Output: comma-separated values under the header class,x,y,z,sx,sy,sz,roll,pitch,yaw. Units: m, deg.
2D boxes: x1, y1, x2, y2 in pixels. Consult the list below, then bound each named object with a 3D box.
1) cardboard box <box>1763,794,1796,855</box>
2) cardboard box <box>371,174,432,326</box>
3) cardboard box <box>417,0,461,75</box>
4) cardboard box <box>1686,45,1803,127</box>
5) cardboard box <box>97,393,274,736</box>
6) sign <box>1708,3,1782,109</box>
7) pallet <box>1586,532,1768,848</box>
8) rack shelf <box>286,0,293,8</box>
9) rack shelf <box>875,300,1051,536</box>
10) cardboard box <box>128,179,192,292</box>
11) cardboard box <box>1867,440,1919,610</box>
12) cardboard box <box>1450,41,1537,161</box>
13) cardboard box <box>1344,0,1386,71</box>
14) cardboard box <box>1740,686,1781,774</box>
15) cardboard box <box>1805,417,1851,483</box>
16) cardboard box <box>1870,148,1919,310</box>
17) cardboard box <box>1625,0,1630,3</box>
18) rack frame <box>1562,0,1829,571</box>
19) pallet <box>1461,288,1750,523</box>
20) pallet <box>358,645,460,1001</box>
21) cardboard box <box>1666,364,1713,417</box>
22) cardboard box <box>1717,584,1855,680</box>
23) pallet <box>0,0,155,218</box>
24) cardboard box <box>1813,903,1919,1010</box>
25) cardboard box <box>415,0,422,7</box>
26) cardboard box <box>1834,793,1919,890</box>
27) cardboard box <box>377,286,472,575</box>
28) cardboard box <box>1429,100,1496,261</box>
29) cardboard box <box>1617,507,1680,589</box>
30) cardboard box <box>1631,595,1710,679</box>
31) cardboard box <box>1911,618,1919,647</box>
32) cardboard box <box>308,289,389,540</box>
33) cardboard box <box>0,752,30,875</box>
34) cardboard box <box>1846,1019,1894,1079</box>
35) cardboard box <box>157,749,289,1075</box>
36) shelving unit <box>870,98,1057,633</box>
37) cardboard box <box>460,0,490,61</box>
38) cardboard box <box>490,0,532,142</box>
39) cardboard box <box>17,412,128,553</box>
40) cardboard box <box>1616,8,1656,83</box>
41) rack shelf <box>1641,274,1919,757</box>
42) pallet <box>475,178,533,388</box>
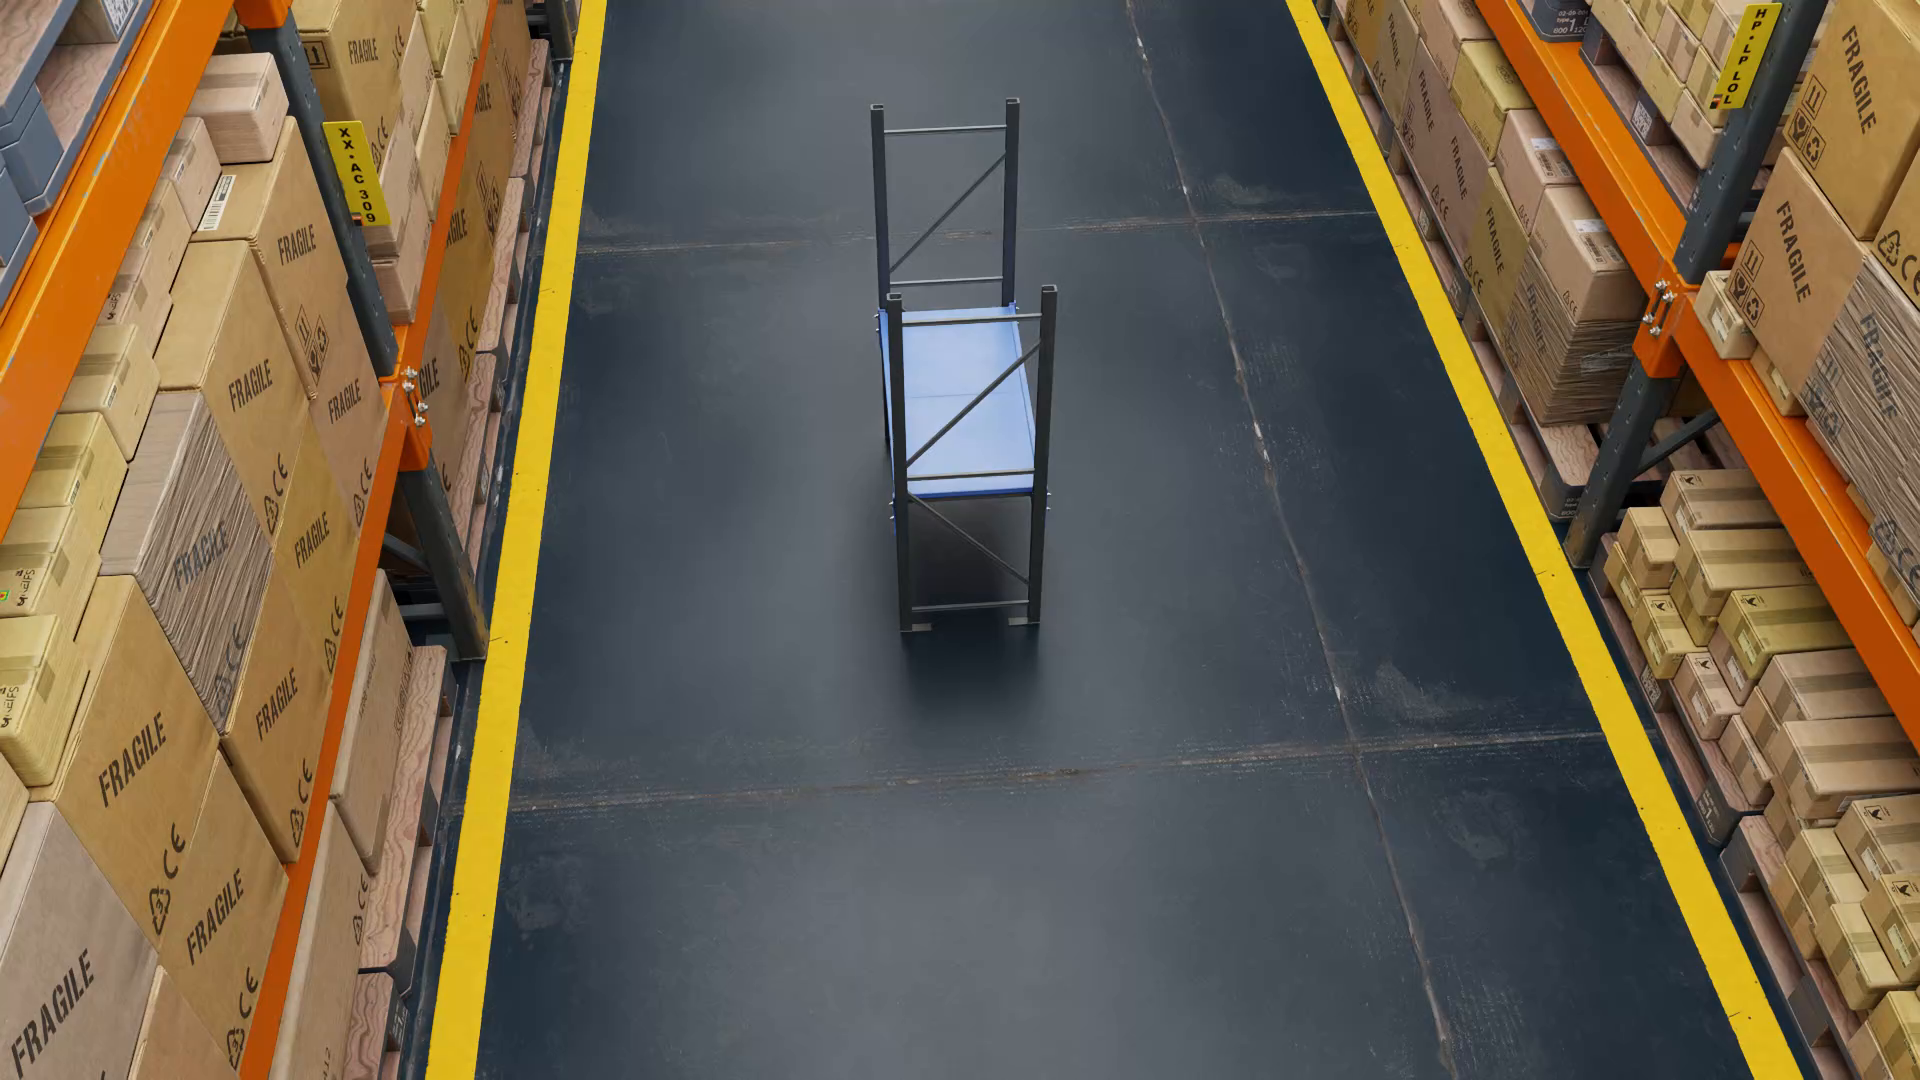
class,x,y,z,sx,sy,sz,roll,pitch,yaw
cardboard box,2.690,0.868,5.037,0.380,0.149,0.250,-5,47,-5
cardboard box,-1.942,-0.902,5.142,0.500,0.250,0.500,-4,47,-4
cardboard box,-2.011,-1.818,5.664,0.500,0.250,0.500,-3,47,-3
cardboard box,2.526,-1.430,5.217,0.380,0.149,0.250,-2,47,-2
cardboard box,-1.767,0.062,3.368,0.500,0.500,0.500,-3,47,-3
sign,2.203,-1.355,4.670,0.100,0.325,0.005,-3,47,-3
pallet,2.848,0.449,5.679,1.003,0.211,1.213,-3,47,-3
rack shelf,-2.335,-2.851,5.313,1.077,0.370,4.000,-3,47,-3
rack shelf,-0.007,-0.454,5.895,0.538,0.185,1.000,-3,47,-3
cardboard box,-1.900,-0.639,3.585,0.380,0.149,0.250,-3,47,-3
cardboard box,2.601,-0.032,3.941,0.500,0.500,0.500,-4,47,-4
cardboard box,2.354,-1.814,6.818,0.500,0.250,0.500,-5,47,-5
cardboard box,2.226,-2.645,8.122,0.500,0.500,0.500,-5,47,-5
cardboard box,2.654,0.569,5.115,0.380,0.149,0.250,-6,47,-5
cardboard box,2.624,-0.310,4.651,0.380,0.149,0.250,-5,47,-5
cardboard box,2.610,-0.759,3.940,0.500,0.500,0.500,-5,47,-4
cardboard box,2.458,-1.998,5.755,0.380,0.149,0.250,-5,47,-5
rack frame,2.756,-0.994,5.125,1.000,3.000,0.127,-3,47,-3
pallet,2.690,-0.598,6.671,1.003,0.211,1.213,-3,47,-3
pallet,-2.182,0.894,5.258,1.003,0.211,1.213,-3,47,-3
cardboard box,2.959,-0.829,6.402,0.500,0.500,0.500,-2,47,-2
cardboard box,2.613,0.283,5.181,0.380,0.149,0.250,-4,47,-4
pallet,-2.110,-1.028,3.153,1.003,0.211,1.213,-3,47,-3
cardboard box,2.607,1.136,4.578,0.380,0.149,0.250,-3,47,-3
cardboard box,-2.028,-2.063,5.380,0.500,0.500,0.500,-5,47,-4
cardboard box,2.702,0.851,4.643,0.380,0.149,0.250,-5,47,-5
cardboard box,-2.300,-0.477,5.810,0.875,0.875,0.875,-2,47,-2
cardboard box,2.362,-1.541,7.076,0.500,0.500,0.500,-4,47,-4
cardboard box,2.468,0.022,5.633,0.380,0.149,0.250,-2,47,-1
cardboard box,2.489,0.318,5.557,0.380,0.149,0.250,-2,47,-2
cardboard box,2.613,0.268,4.104,0.380,0.149,0.250,-2,47,-2
cardboard box,-1.874,-0.334,4.431,0.500,0.500,0.500,-3,47,-3
cardboard box,-1.681,0.460,2.544,0.380,0.149,0.250,-3,47,-3
cardboard box,2.660,1.434,4.500,0.380,0.149,0.250,-3,47,-3
cardboard box,-1.741,0.781,3.376,0.500,0.500,0.500,-2,47,-2
shelving unit,-0.007,-0.577,5.764,0.538,1.500,1.048,-3,47,-3
cardboard box,-2.046,-2.011,6.192,0.500,0.250,0.500,-4,47,-4
cardboard box,-2.528,-2.423,7.653,0.875,0.875,0.875,-4,47,-4
cardboard box,-1.781,-0.089,3.064,0.380,0.149,0.250,-4,47,-4
cardboard box,2.484,-1.695,5.673,0.380,0.149,0.250,-4,47,-3
rack shelf,2.924,0.701,4.016,1.077,0.370,4.000,-3,47,-3
pallet,-2.413,-1.099,7.146,1.003,0.211,1.213,-3,47,-3
